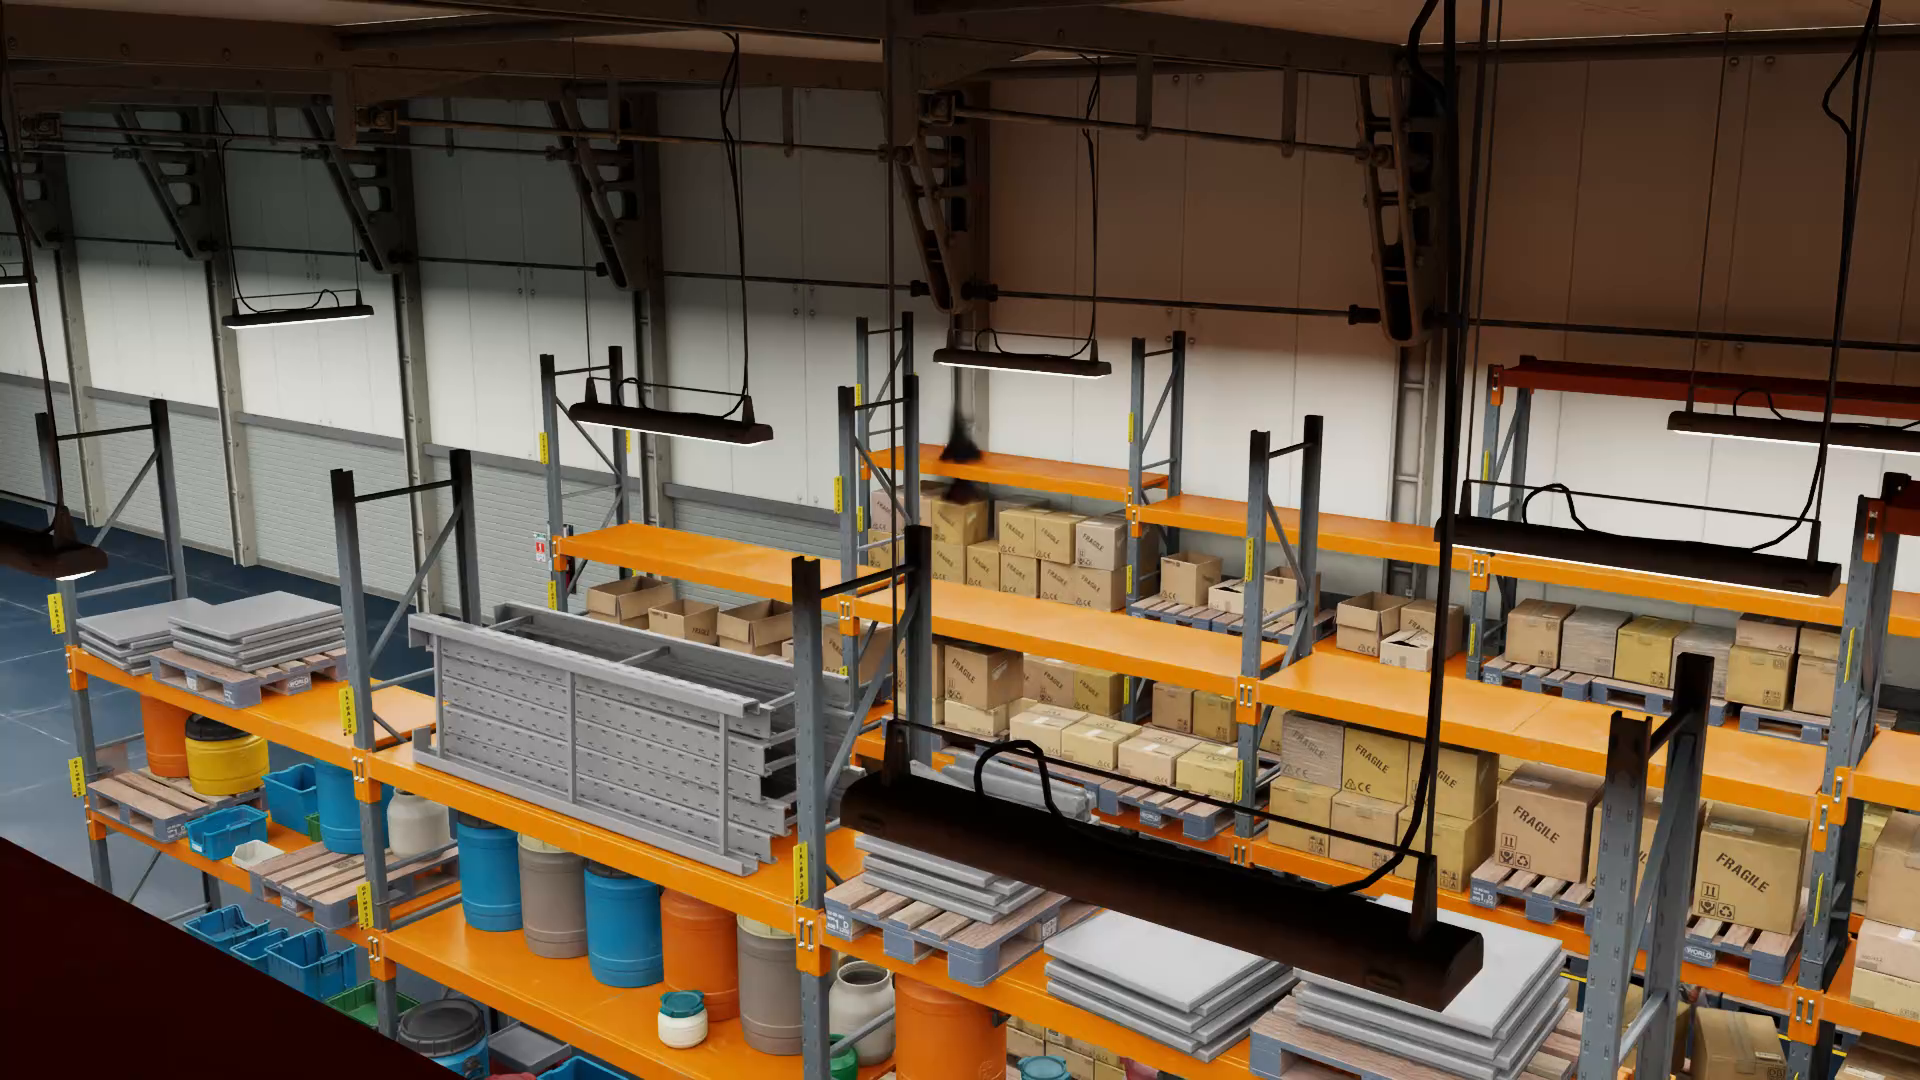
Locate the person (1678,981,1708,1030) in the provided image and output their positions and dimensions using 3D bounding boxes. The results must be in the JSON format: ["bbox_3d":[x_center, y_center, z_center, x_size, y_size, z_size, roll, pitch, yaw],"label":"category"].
[{"bbox_3d":[6.377,3.958,14.571,0.954,1.659,0.582,5,14,22],"label":"person"}]
